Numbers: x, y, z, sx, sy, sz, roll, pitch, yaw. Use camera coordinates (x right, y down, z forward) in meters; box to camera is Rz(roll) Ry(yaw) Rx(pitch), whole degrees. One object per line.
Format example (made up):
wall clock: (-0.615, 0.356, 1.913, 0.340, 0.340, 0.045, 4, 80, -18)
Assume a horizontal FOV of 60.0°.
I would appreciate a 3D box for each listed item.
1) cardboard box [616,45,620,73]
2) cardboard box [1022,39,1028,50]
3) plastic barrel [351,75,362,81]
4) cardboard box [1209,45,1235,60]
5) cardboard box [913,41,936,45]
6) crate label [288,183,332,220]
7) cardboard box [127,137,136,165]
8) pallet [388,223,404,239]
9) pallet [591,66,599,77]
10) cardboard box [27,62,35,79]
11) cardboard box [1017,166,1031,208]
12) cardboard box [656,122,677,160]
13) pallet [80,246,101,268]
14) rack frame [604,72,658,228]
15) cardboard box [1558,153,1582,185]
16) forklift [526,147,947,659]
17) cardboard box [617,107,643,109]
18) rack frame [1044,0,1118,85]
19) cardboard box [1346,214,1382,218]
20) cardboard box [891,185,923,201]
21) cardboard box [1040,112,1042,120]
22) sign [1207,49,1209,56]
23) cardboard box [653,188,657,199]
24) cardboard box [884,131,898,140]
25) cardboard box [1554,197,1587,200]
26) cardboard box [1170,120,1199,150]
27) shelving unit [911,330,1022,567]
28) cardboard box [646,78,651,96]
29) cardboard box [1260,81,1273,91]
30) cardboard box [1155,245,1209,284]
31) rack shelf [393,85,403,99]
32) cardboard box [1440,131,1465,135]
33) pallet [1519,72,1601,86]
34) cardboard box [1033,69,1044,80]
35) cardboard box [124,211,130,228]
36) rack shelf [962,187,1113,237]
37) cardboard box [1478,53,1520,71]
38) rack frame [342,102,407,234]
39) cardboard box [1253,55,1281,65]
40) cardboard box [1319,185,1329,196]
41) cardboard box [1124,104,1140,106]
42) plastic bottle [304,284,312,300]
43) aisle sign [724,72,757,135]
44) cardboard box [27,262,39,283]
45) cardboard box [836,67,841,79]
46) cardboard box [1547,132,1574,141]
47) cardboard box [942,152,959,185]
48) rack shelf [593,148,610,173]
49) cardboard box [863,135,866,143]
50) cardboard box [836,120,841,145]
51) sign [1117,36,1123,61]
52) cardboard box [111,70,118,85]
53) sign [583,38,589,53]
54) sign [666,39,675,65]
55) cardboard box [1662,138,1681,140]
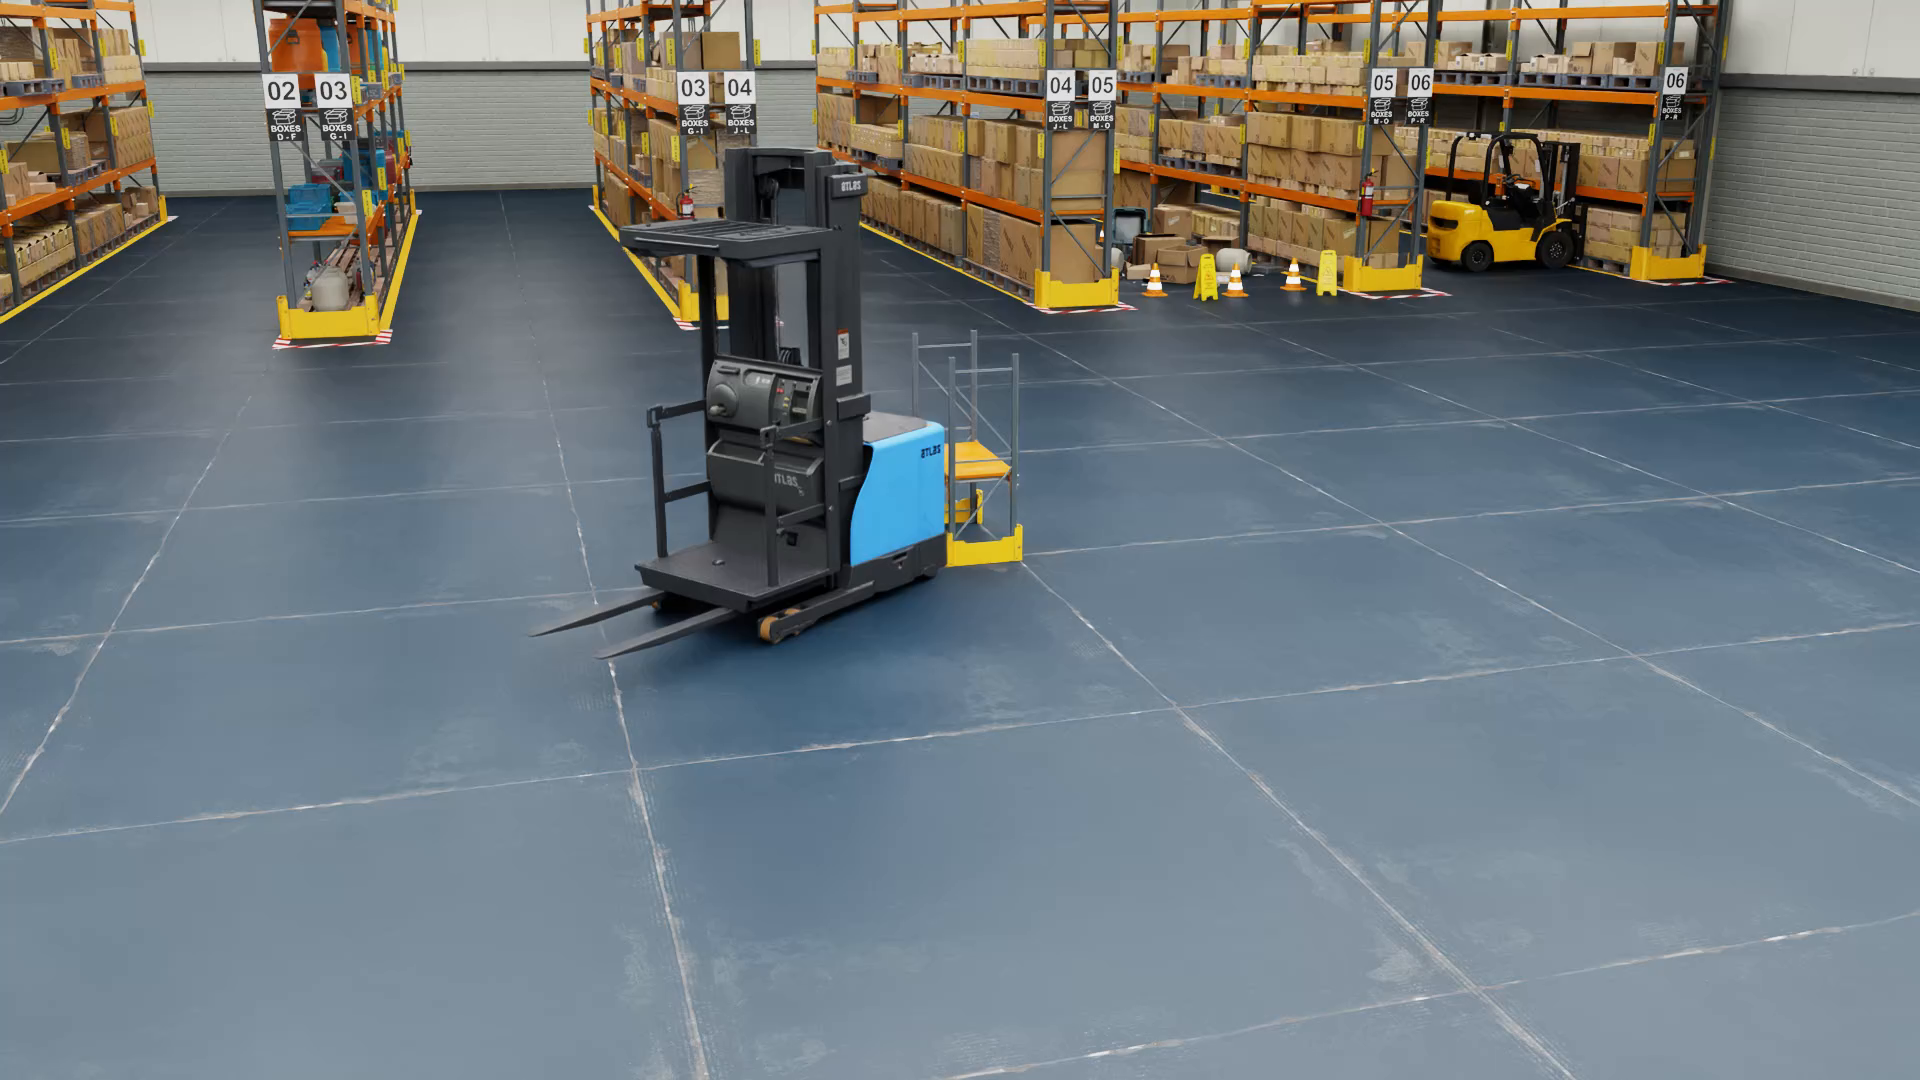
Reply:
cardboard box: (-5.936, -8.878, 30.671, 0.797, 0.503, 0.637, -5, 17, -16)
cardboard box: (1.085, -6.933, 23.250, 0.380, 0.149, 0.250, -4, 17, -14)
plastic barrel: (-9.542, -7.273, 26.478, 0.301, 0.262, 0.301, 0, 17, 0)
cardboard box: (4.691, -8.541, 29.119, 0.500, 0.250, 0.500, -4, 17, -14)
cardboard box: (-0.653, -9.187, 31.103, 0.396, 0.266, 0.258, -5, 17, -15)
crate label: (-8.683, -4.528, 22.251, 0.502, 0.435, 0.616, -5, 17, -15)
cardboard box: (-16.136, -7.442, 31.841, 0.500, 0.500, 0.500, -5, 17, -16)
pallet: (-11.043, -5.790, 31.362, 1.003, 0.211, 1.213, -5, 17, -15)
pallet: (-7.338, -10.030, 35.570, 1.003, 0.211, 1.213, -5, 17, -15)
cardboard box: (-14.701, -7.290, 25.825, 0.500, 0.250, 0.500, -6, 18, -19)
cardboard box: (1.324, -5.100, 23.957, 0.875, 0.550, 0.550, -5, 17, -15)
cardboard box: (-4.099, -5.769, 24.016, 0.500, 0.500, 0.500, -5, 17, -15)
pallet: (-15.048, -4.720, 27.797, 1.003, 0.211, 1.213, -5, 17, -15)
rack frame: (-6.453, -7.734, 32.986, 1.000, 3.000, 0.127, -5, 17, -15)
cardboard box: (10.334, -6.179, 27.636, 0.500, 0.500, 0.500, -5, 17, -15)
forklift: (-1.384, -0.922, 10.427, 1.130, 2.935, 3.031, 12, 21, 36)
cardboard box: (-7.166, -9.156, 36.161, 0.500, 0.500, 0.500, -4, 17, -15)
rack frame: (1.642, -7.652, 22.285, 1.000, 3.000, 0.127, -5, 17, -15)
cardboard box: (6.263, -4.838, 26.089, 0.500, 0.500, 0.500, -5, 18, -17)
cardboard box: (-0.997, -6.524, 31.267, 0.500, 0.250, 0.500, -5, 17, -17)
cardboard box: (2.132, -9.711, 37.657, 0.500, 0.500, 0.500, -5, 17, -16)
sign: (4.697, -9.138, 31.546, 0.100, 0.325, 0.005, -5, 17, -15)
cardboard box: (-4.428, -5.248, 25.145, 0.380, 0.149, 0.250, -5, 17, -15)
cardboard box: (-1.199, -7.527, 30.968, 0.380, 0.149, 0.250, -5, 17, -16)
cardboard box: (10.520, -5.802, 28.864, 0.500, 0.250, 0.500, -5, 17, -16)
cardboard box: (4.226, -7.516, 30.840, 0.500, 0.500, 0.500, -4, 17, -12)
shelving unit: (0.021, -0.697, 12.166, 0.587, 1.500, 1.083, -5, 17, -15)
cardboard box: (-4.377, -6.741, 24.727, 0.500, 0.250, 0.500, -5, 18, -17)
cardboard box: (5.140, -7.438, 27.224, 0.380, 0.149, 0.250, -5, 17, -15)
cardboard box: (3.456, -4.289, 25.854, 0.637, 0.503, 0.797, 11, 20, 32)
rack shelf: (-11.765, -8.988, 33.196, 1.077, 0.370, 4.000, -5, 17, -15)
cardboard box: (9.280, -7.631, 31.342, 0.380, 0.149, 0.250, -5, 17, -15)
pallet: (10.305, -7.859, 28.340, 1.003, 0.211, 1.213, -5, 17, -15)
cardboard box: (1.224, -6.410, 22.895, 0.380, 0.149, 0.250, -5, 17, -15)
cardboard box: (-15.886, -6.008, 31.149, 0.500, 0.311, 0.500, -5, 17, -15)
rack shelf: (1.092, -4.988, 25.093, 1.077, 0.370, 4.000, -5, 17, -15)
cardboard box: (9.612, -8.522, 29.646, 0.500, 0.311, 0.500, -5, 18, -17)
rack frame: (-11.215, -7.343, 31.682, 1.000, 3.000, 0.127, -5, 17, -15)
cardboard box: (5.047, -7.890, 27.341, 0.380, 0.149, 0.250, -5, 17, -16)
cardboard box: (5.739, -5.367, 25.543, 0.380, 0.149, 0.250, -4, 17, -14)
cardboard box: (3.589, -8.798, 34.616, 0.500, 0.500, 0.500, -4, 17, -14)
plastic bottle: (-8.844, -3.367, 22.547, 0.097, 0.201, 0.097, 0, 17, 0)
aisle sign: (-2.850, -5.667, 21.584, 0.394, 0.787, 0.004, -5, 17, -15)
cardboard box: (-13.792, -3.896, 24.258, 0.500, 0.250, 0.500, -4, 17, -14)
cardboard box: (-2.317, -9.857, 35.100, 0.500, 0.250, 0.500, -5, 17, -16)
cardboard box: (10.155, -6.804, 28.070, 0.380, 0.149, 0.250, -5, 17, -16)
cardboard box: (0.003, -6.196, 27.693, 0.500, 0.500, 0.500, -5, 17, -16)
rack shelf: (-7.003, -7.943, 34.931, 1.077, 0.370, 4.000, -5, 17, -15)
cardboard box: (-1.697, -7.887, 32.685, 0.380, 0.149, 0.250, -4, 17, -13)
cardboard box: (-2.338, -8.682, 35.449, 0.500, 0.500, 0.500, -5, 17, -16)
sign: (2.177, -6.714, 22.720, 0.100, 0.325, 0.005, -5, 17, -15)
cardboard box: (-16.008, -8.610, 30.947, 0.500, 0.250, 0.500, -5, 17, -15)
sign: (-8.087, -10.692, 35.960, 0.100, 0.325, 0.005, -5, 17, -15)
sign: (-3.694, -6.237, 21.249, 0.100, 0.325, 0.005, -5, 17, -15)
cardboard box: (11.245, -6.281, 26.330, 0.380, 0.149, 0.250, -4, 17, -13)
